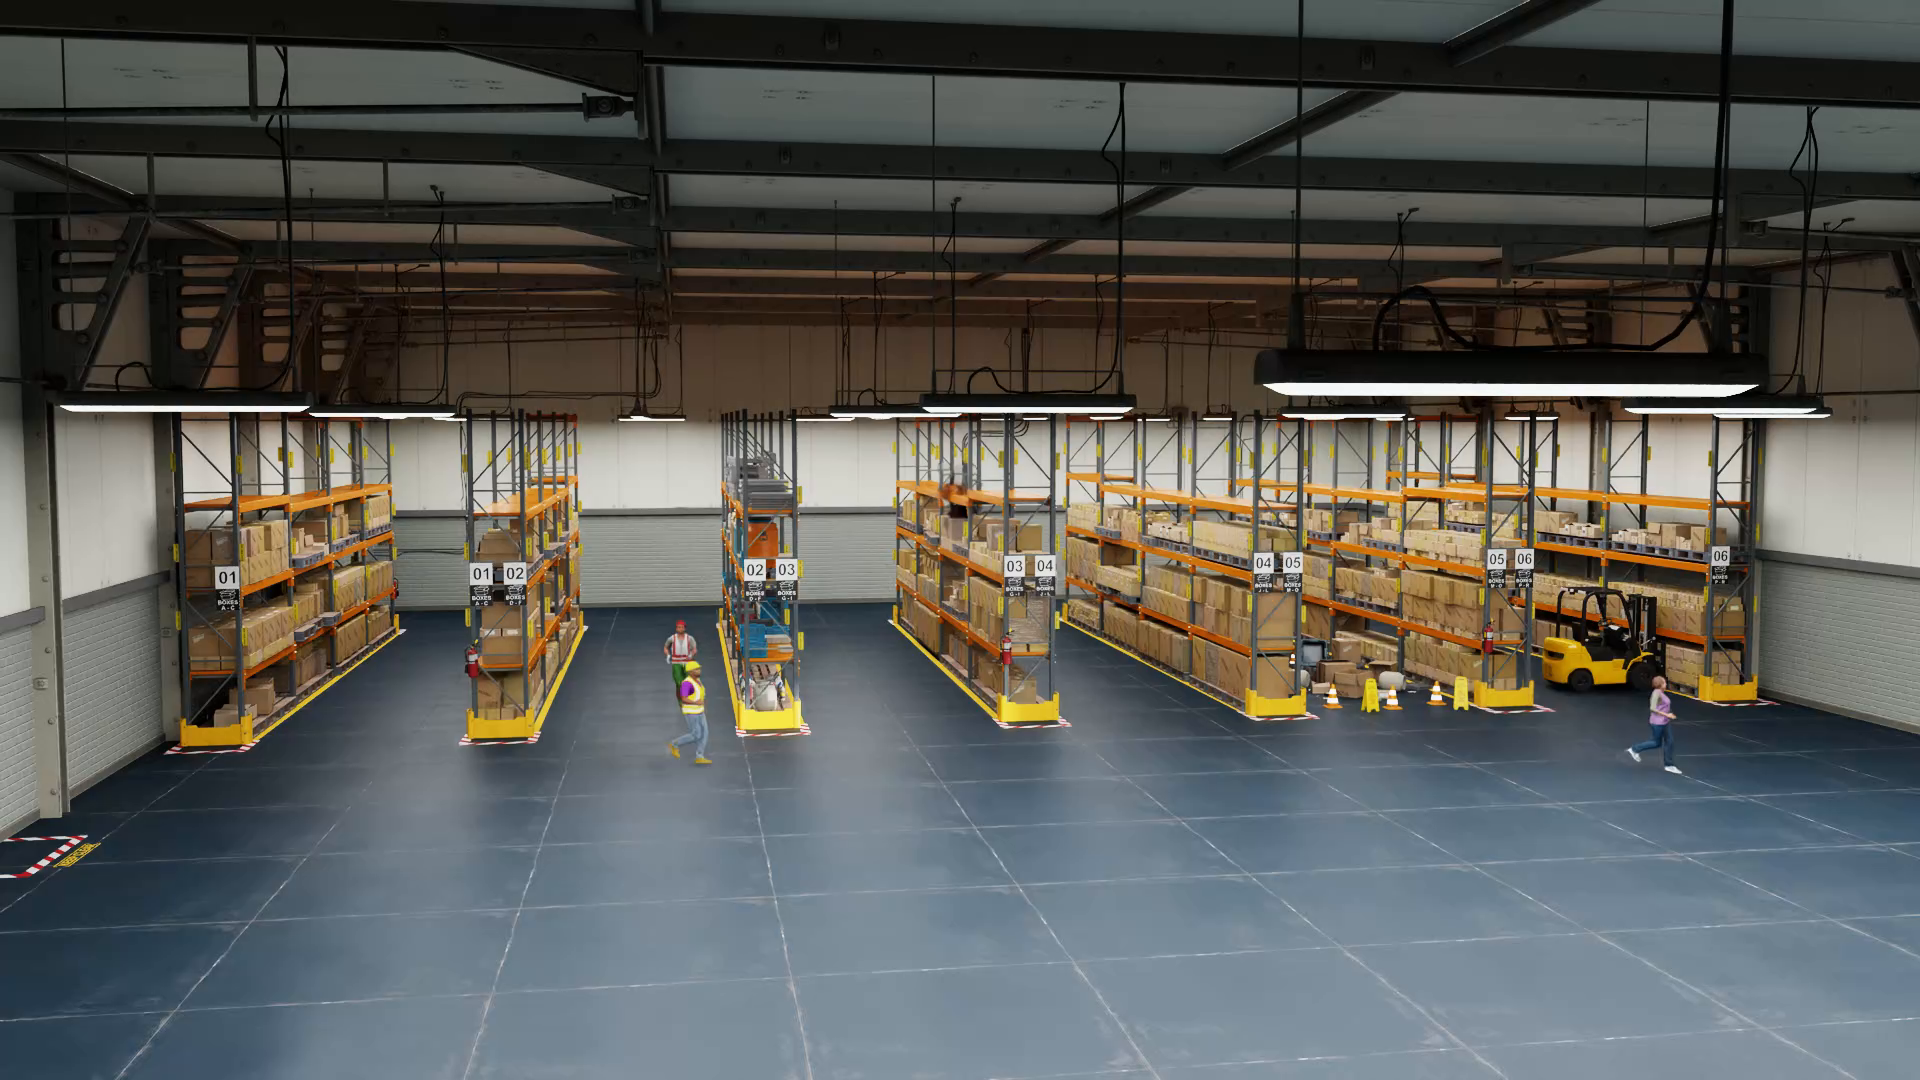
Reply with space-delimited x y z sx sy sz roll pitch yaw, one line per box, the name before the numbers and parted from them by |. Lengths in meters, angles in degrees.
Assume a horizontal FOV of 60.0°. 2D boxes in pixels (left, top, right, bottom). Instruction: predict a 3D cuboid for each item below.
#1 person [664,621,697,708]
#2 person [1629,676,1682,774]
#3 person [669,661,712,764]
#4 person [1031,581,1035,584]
person | -5.650 2.504 33.645 0.663 1.748 0.780 -1 4 -15
person | 11.483 3.029 27.408 0.834 1.594 0.551 3 5 36
person | -4.530 2.899 28.004 0.733 1.732 0.708 1 4 13
person | 2.186 1.527 48.983 0.575 1.553 0.568 2 5 30
